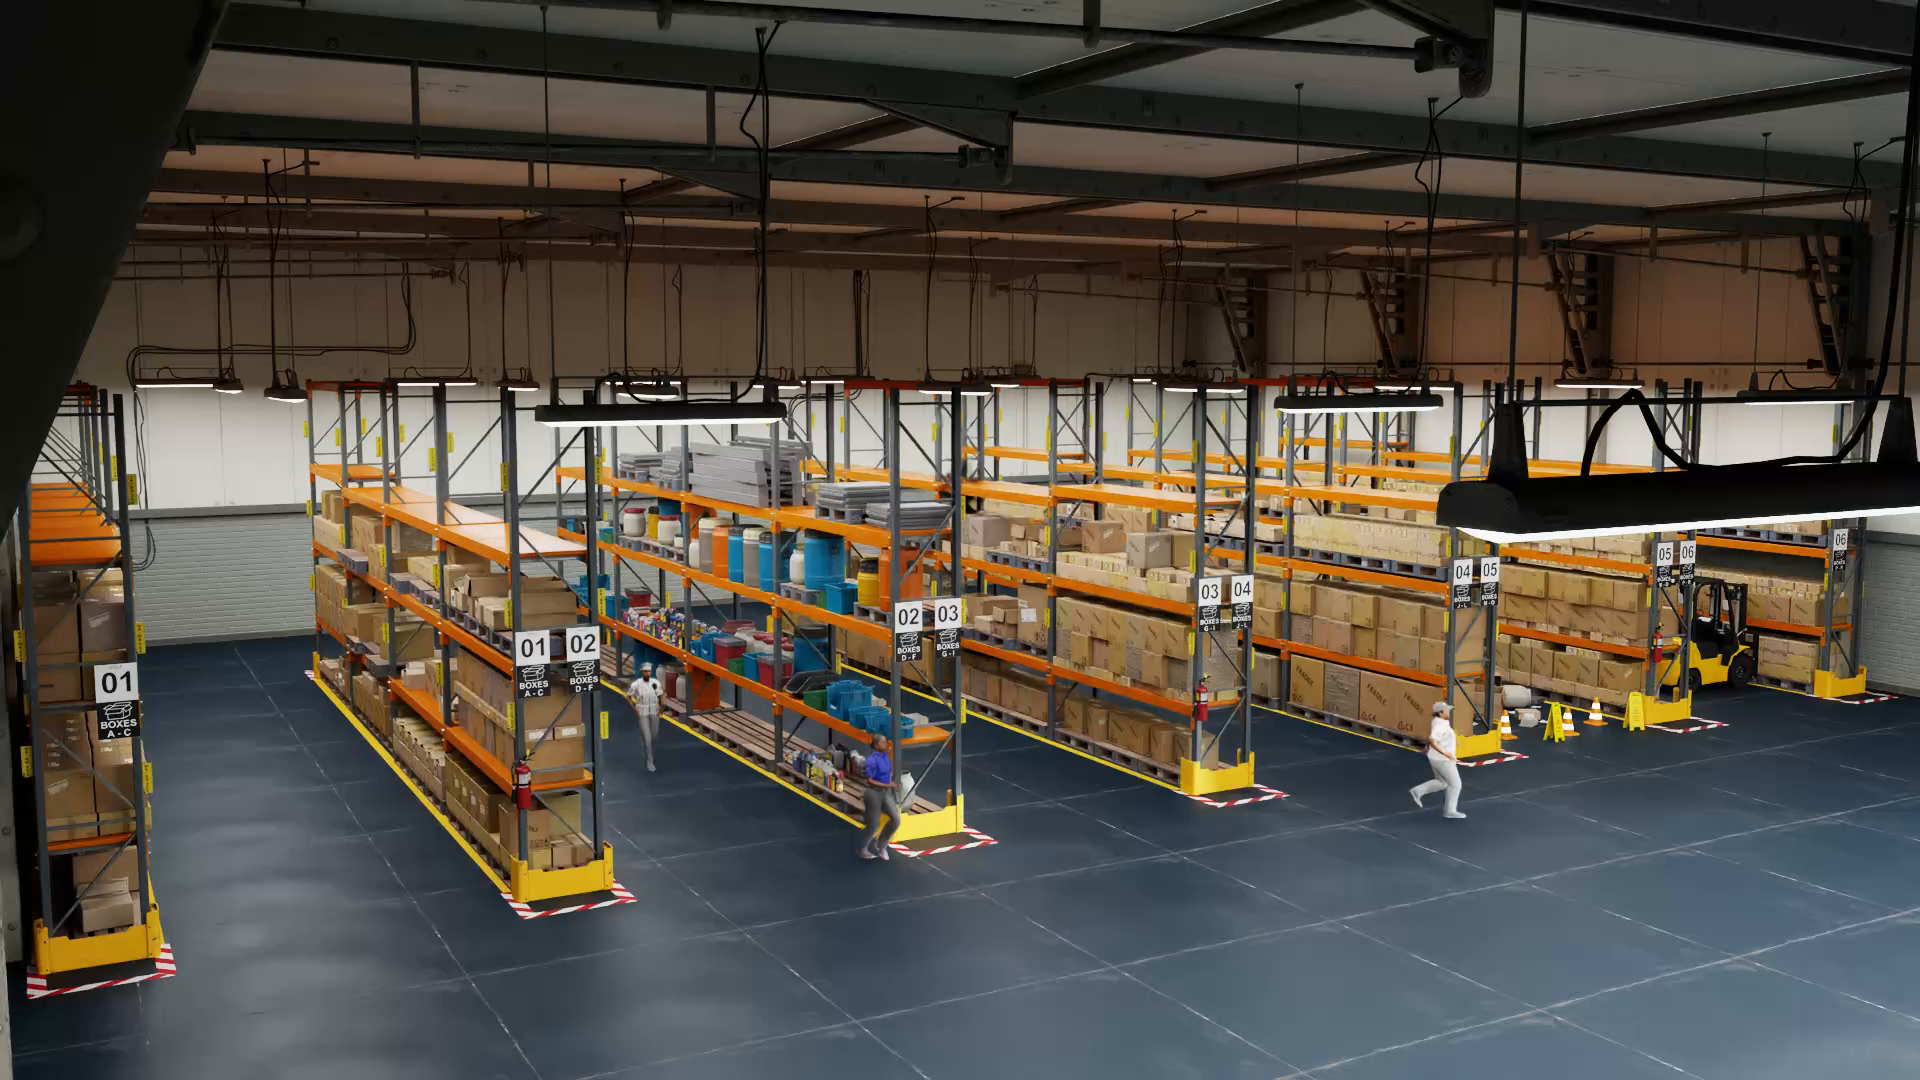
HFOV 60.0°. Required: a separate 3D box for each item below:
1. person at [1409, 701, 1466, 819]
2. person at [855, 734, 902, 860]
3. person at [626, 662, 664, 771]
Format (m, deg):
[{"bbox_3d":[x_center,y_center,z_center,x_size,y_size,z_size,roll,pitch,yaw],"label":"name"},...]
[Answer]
[{"bbox_3d":[6.685,3.058,23.207,0.768,1.630,0.629,1,6,10],"label":"person"},{"bbox_3d":[-1.005,3.289,21.134,0.684,1.677,0.592,3,7,29],"label":"person"},{"bbox_3d":[-4.931,2.733,26.112,0.590,1.683,0.743,-3,7,-27],"label":"person"}]
